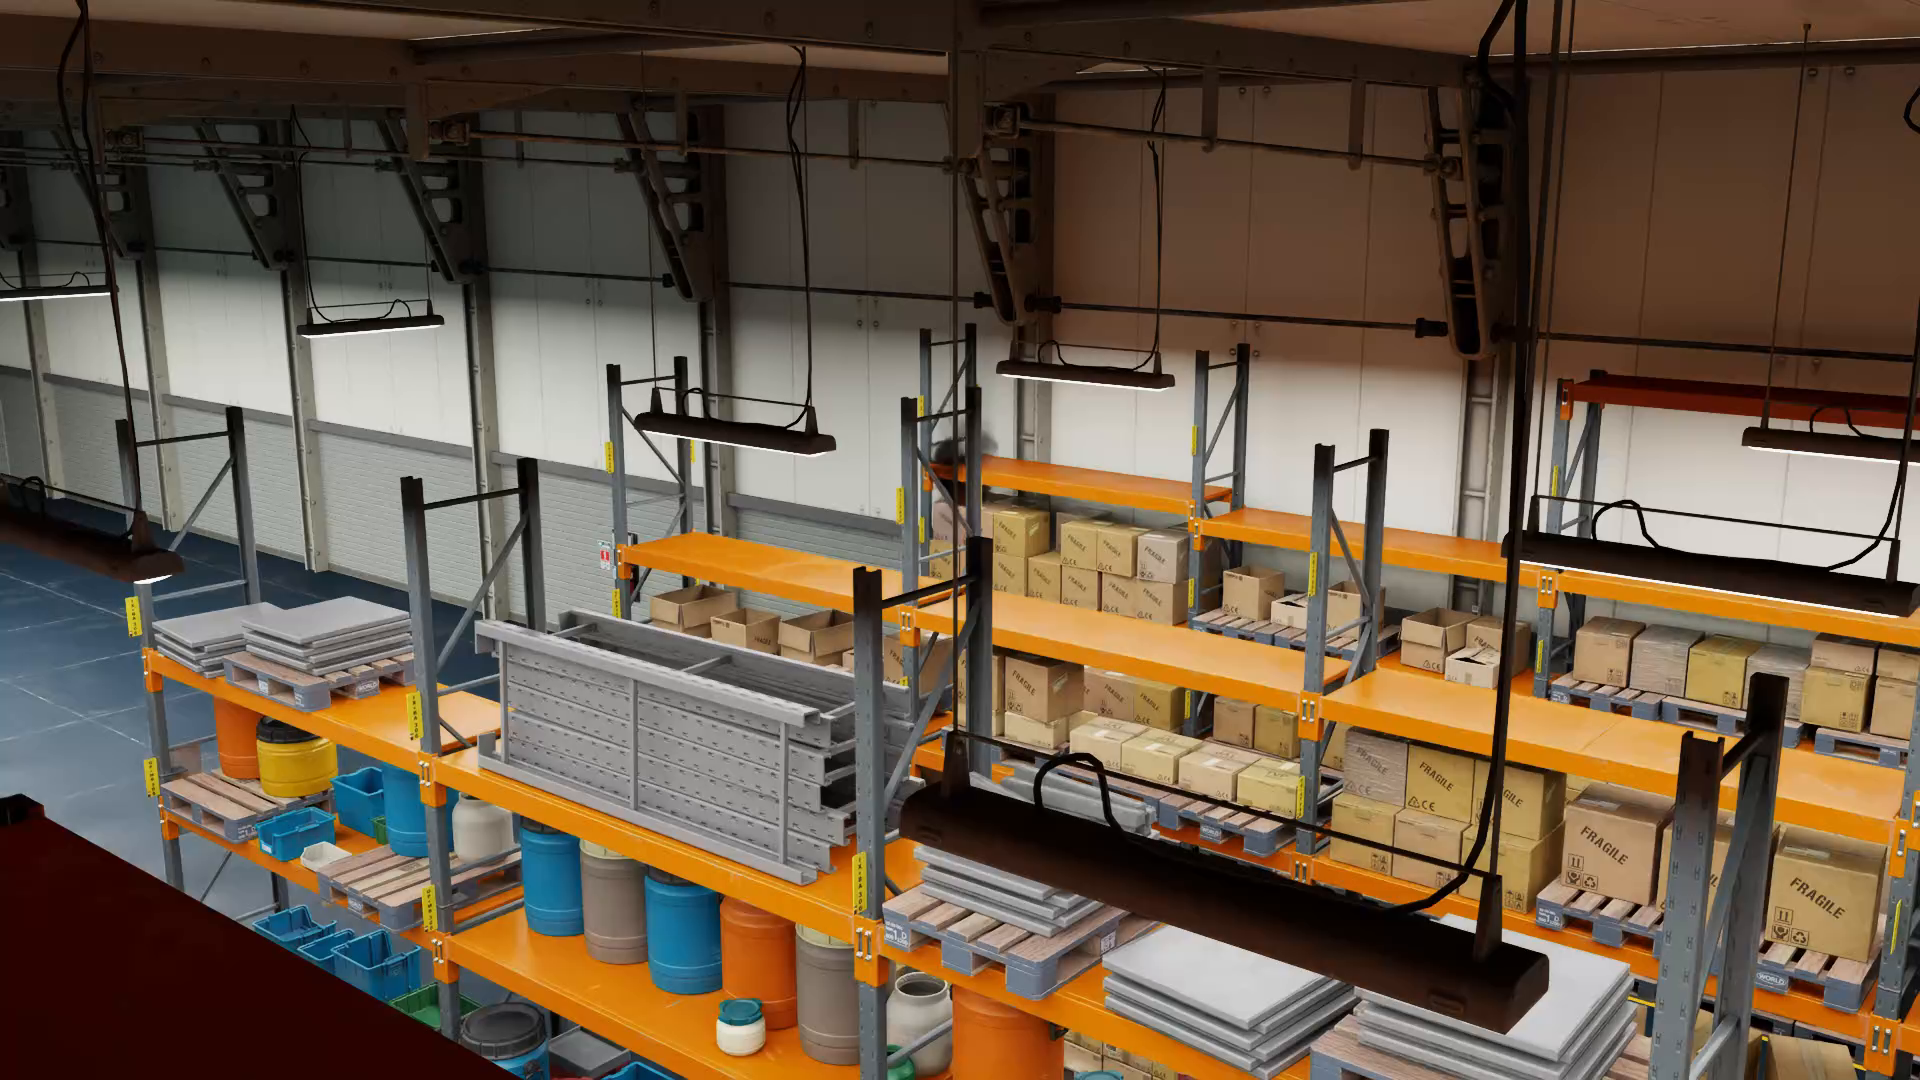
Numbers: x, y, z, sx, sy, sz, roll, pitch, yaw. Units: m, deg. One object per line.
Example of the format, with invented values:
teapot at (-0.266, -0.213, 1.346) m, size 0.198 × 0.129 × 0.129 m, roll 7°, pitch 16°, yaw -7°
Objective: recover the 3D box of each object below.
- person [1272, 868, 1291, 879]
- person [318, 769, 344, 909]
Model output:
person at (2.956, 3.768, 15.363) m, size 1.002 × 1.773 × 0.662 m, roll 8°, pitch 15°, yaw 33°
person at (-6.624, 3.251, 18.354) m, size 0.997 × 1.573 × 0.541 m, roll -7°, pitch 14°, yaw -29°
